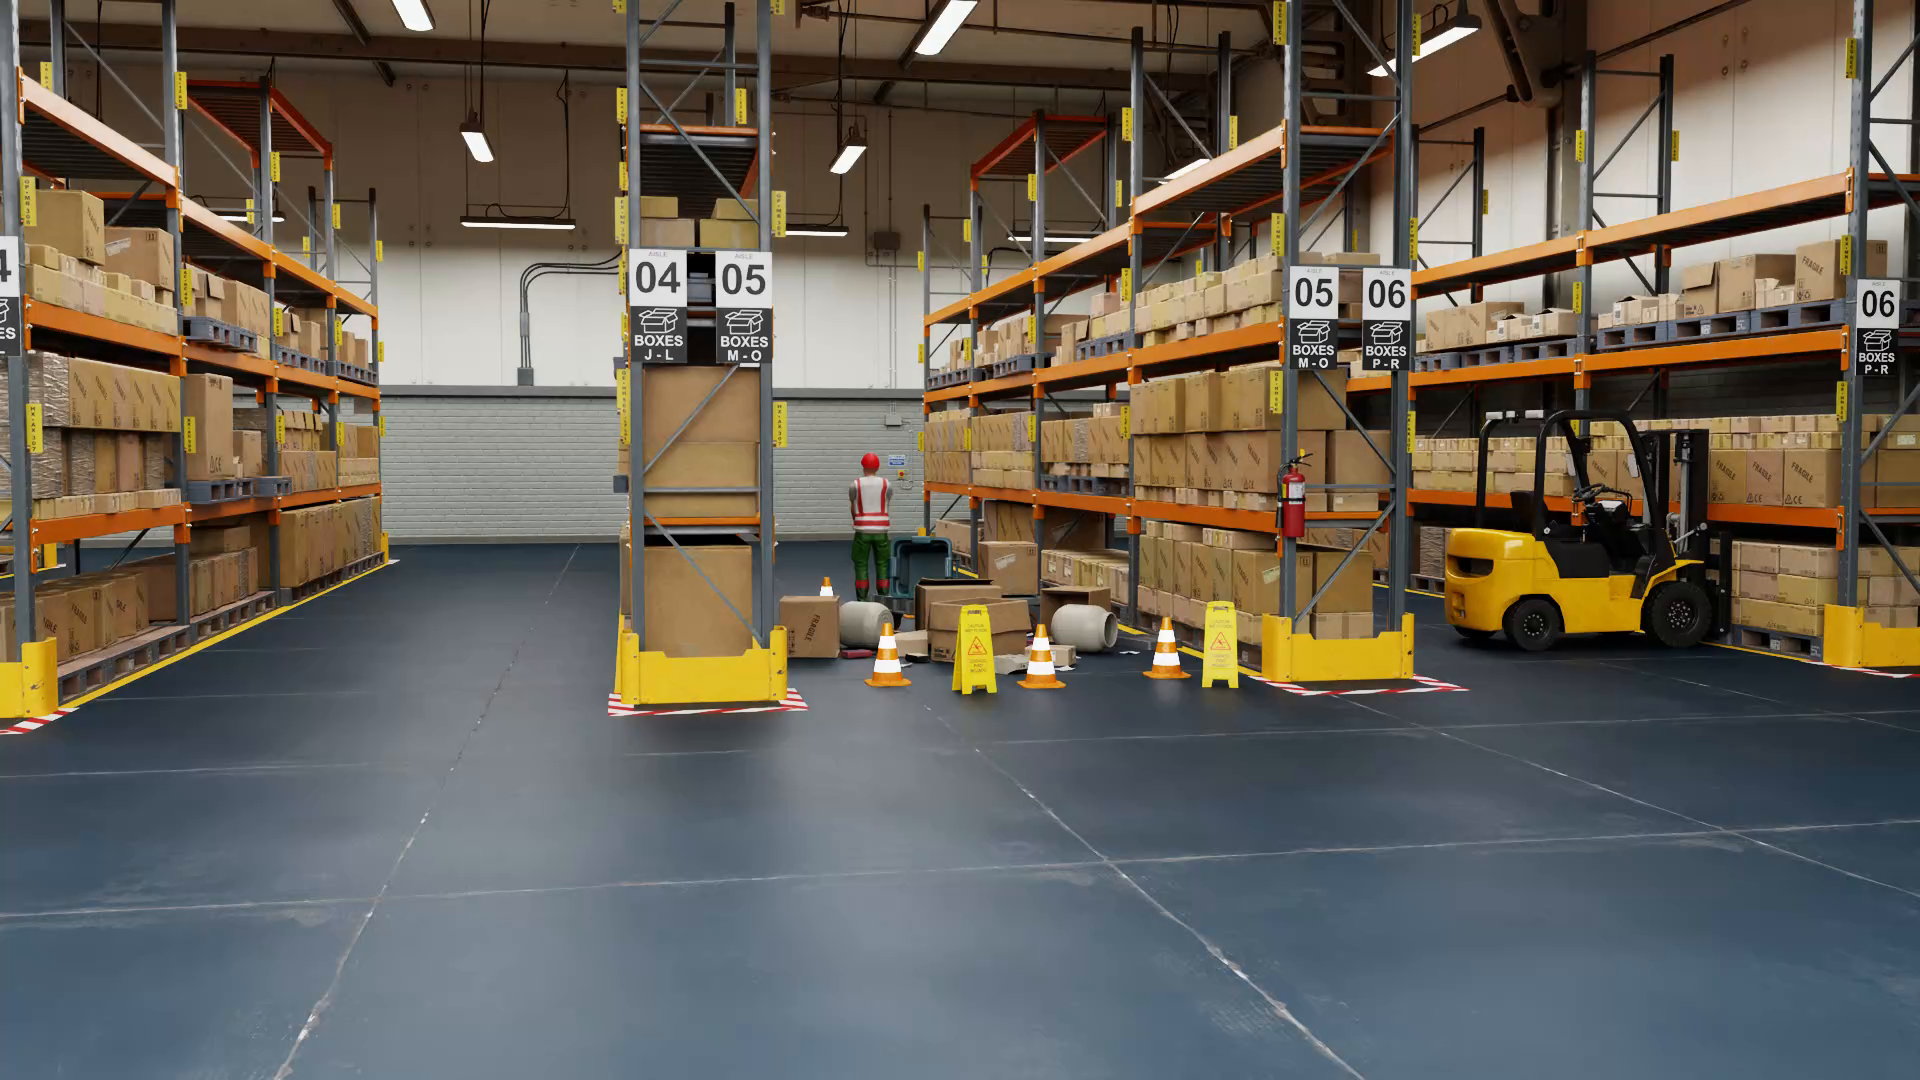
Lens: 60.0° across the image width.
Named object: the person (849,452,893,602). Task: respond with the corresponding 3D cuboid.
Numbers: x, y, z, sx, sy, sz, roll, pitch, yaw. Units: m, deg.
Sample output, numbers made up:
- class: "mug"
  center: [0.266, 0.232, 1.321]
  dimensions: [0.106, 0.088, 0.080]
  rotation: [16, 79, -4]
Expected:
- class: "person"
  center: [-1.014, -0.088, 18.587]
  dimensions: [0.493, 1.782, 0.564]
  rotation: [-1, 3, -11]
